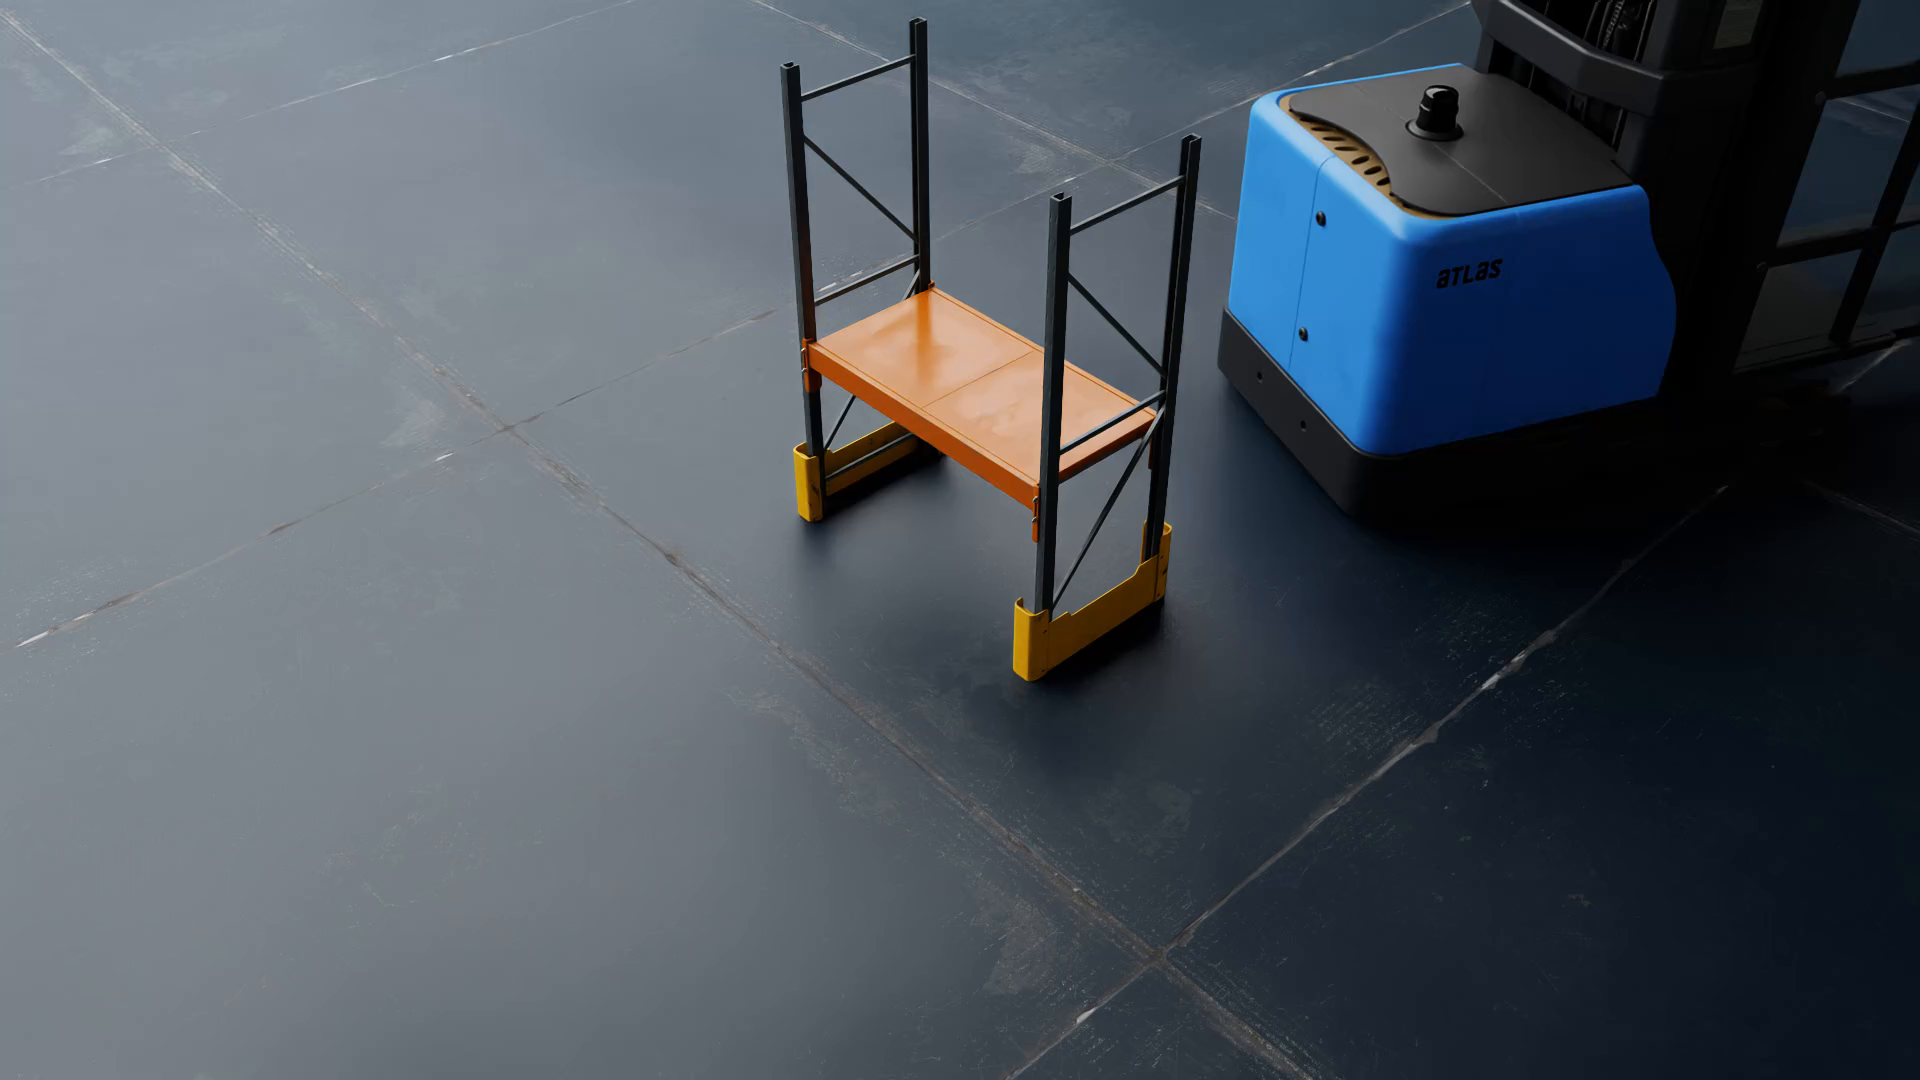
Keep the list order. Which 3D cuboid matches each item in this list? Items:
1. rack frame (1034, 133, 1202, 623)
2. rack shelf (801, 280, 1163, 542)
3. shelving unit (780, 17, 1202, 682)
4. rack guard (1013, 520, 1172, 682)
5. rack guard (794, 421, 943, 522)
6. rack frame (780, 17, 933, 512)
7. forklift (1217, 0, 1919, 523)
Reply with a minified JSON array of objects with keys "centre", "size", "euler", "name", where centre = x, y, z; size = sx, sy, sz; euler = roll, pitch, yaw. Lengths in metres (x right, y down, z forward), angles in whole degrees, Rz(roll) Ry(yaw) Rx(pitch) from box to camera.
[{"centre":[0.402,-0.309,4.439],"size":[0.500,1.500,0.032],"euler":[-30,48,-32],"name":"rack frame"},{"centre":[0.058,-0.404,4.843],"size":[0.538,0.185,1.000],"euler":[-30,48,-32],"name":"rack shelf"},{"centre":[0.052,-0.548,4.735],"size":[0.587,1.500,1.083],"euler":[-30,48,-32],"name":"shelving unit"},{"centre":[0.388,0.169,4.842],"size":[0.587,0.250,0.087],"euler":[-30,48,-32],"name":"rack guard"},{"centre":[-0.285,-0.292,5.413],"size":[0.587,0.250,0.087],"euler":[-30,48,-32],"name":"rack guard"},{"centre":[-0.286,-0.779,5.021],"size":[0.500,1.500,0.032],"euler":[-30,48,-32],"name":"rack frame"},{"centre":[2.486,-1.756,5.092],"size":[3.031,2.935,1.130],"euler":[-13,41,-15],"name":"forklift"}]
